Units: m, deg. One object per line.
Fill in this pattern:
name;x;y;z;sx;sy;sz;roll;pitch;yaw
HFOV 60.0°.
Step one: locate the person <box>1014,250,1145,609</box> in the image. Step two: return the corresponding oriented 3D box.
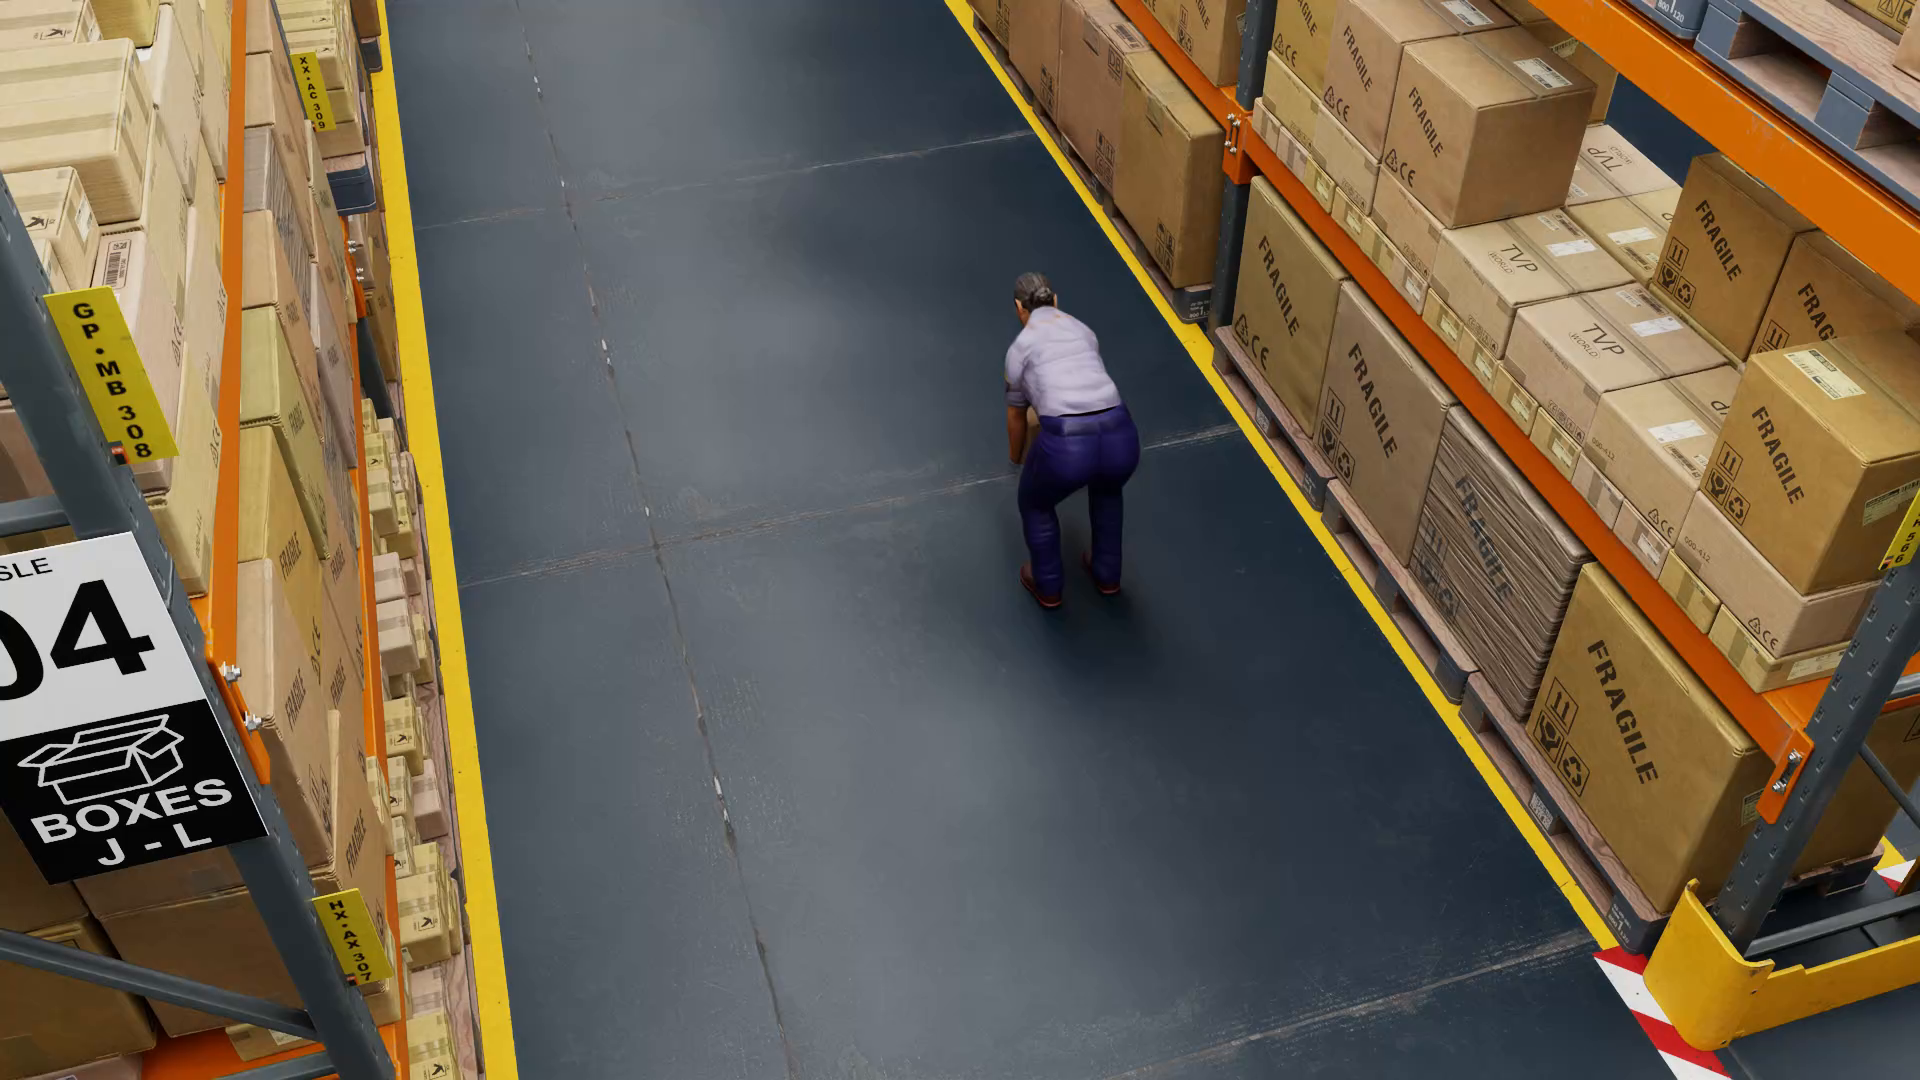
person;0.477;-0.408;6.612;0.557;1.651;0.370;-14;44;-15
